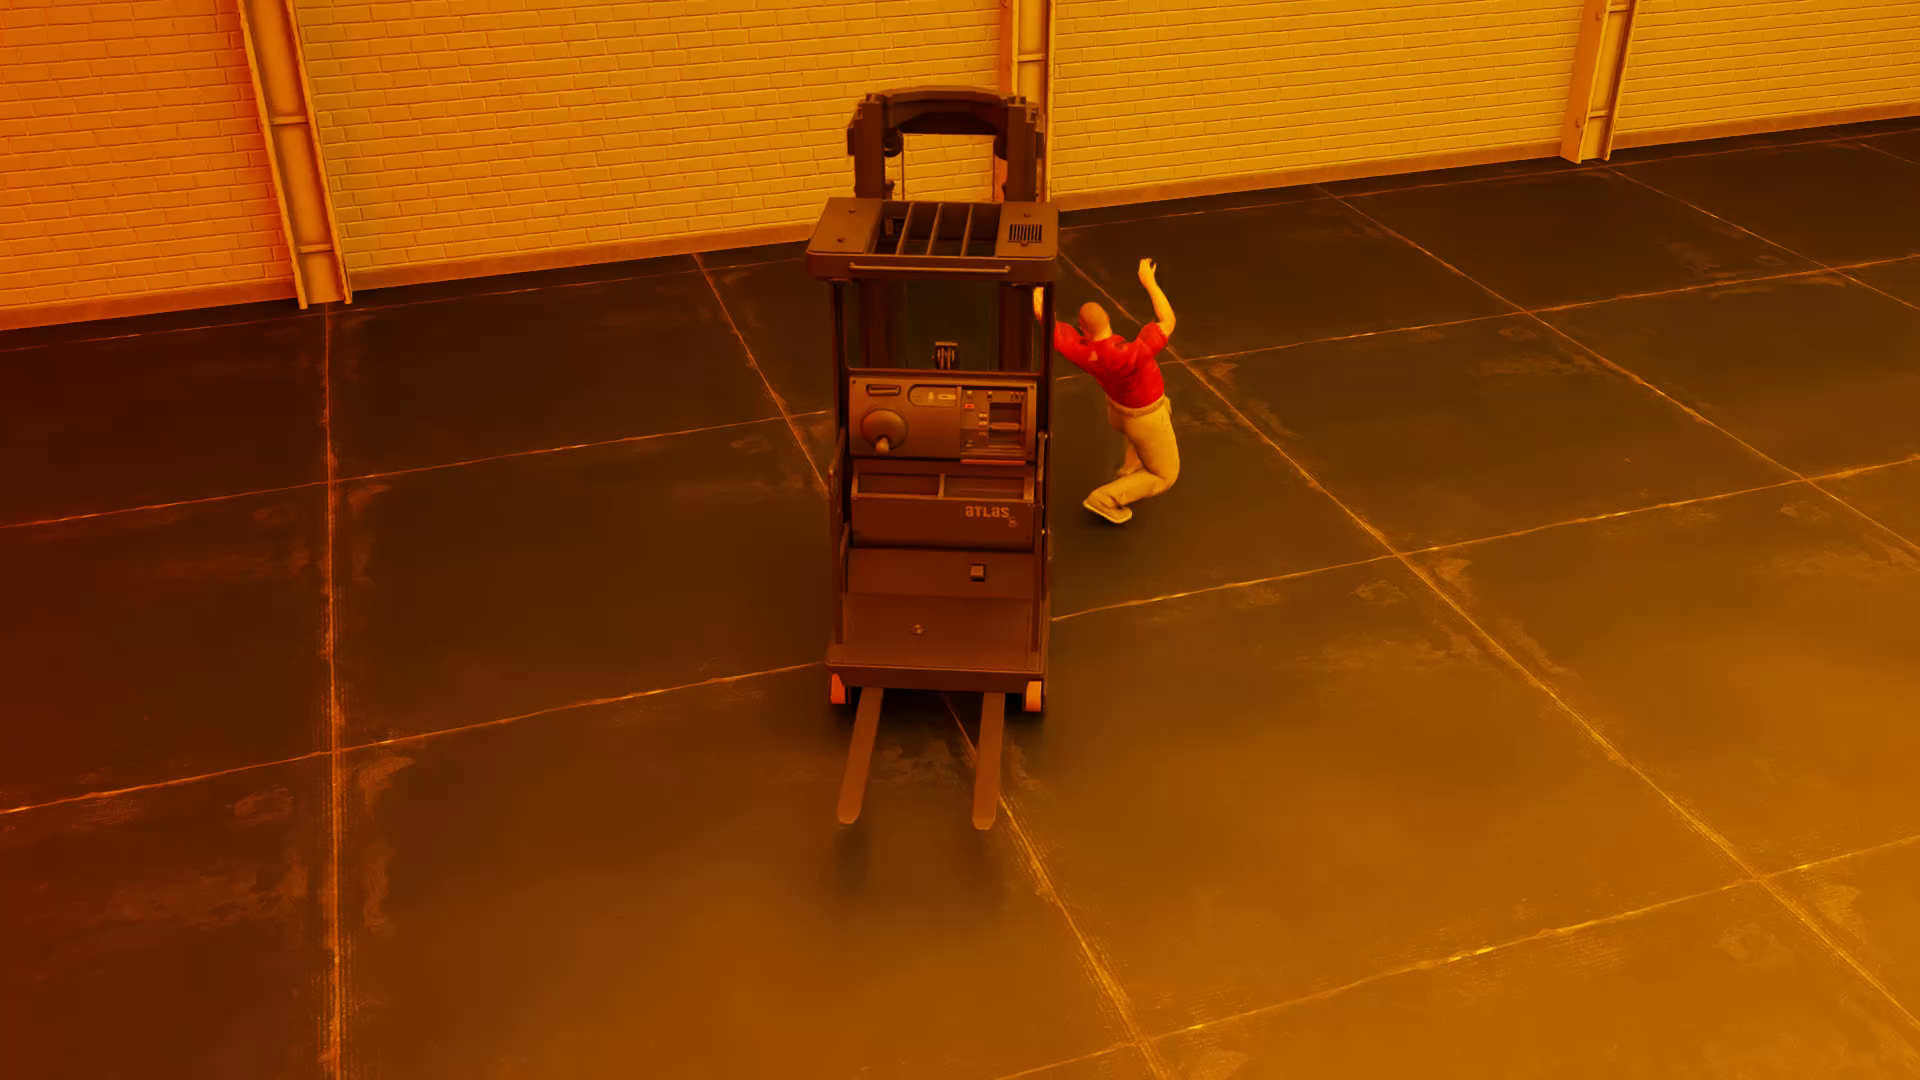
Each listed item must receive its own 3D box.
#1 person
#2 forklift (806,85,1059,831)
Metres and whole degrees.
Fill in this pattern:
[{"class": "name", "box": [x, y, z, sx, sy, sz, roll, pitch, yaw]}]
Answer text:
[{"class": "person", "box": [0.926, -0.974, 10.152, 0.829, 1.654, 1.120, -17, 34, -28]}, {"class": "forklift", "box": [-0.099, -0.560, 8.060, 1.130, 2.935, 3.031, 2, 30, 3]}]
